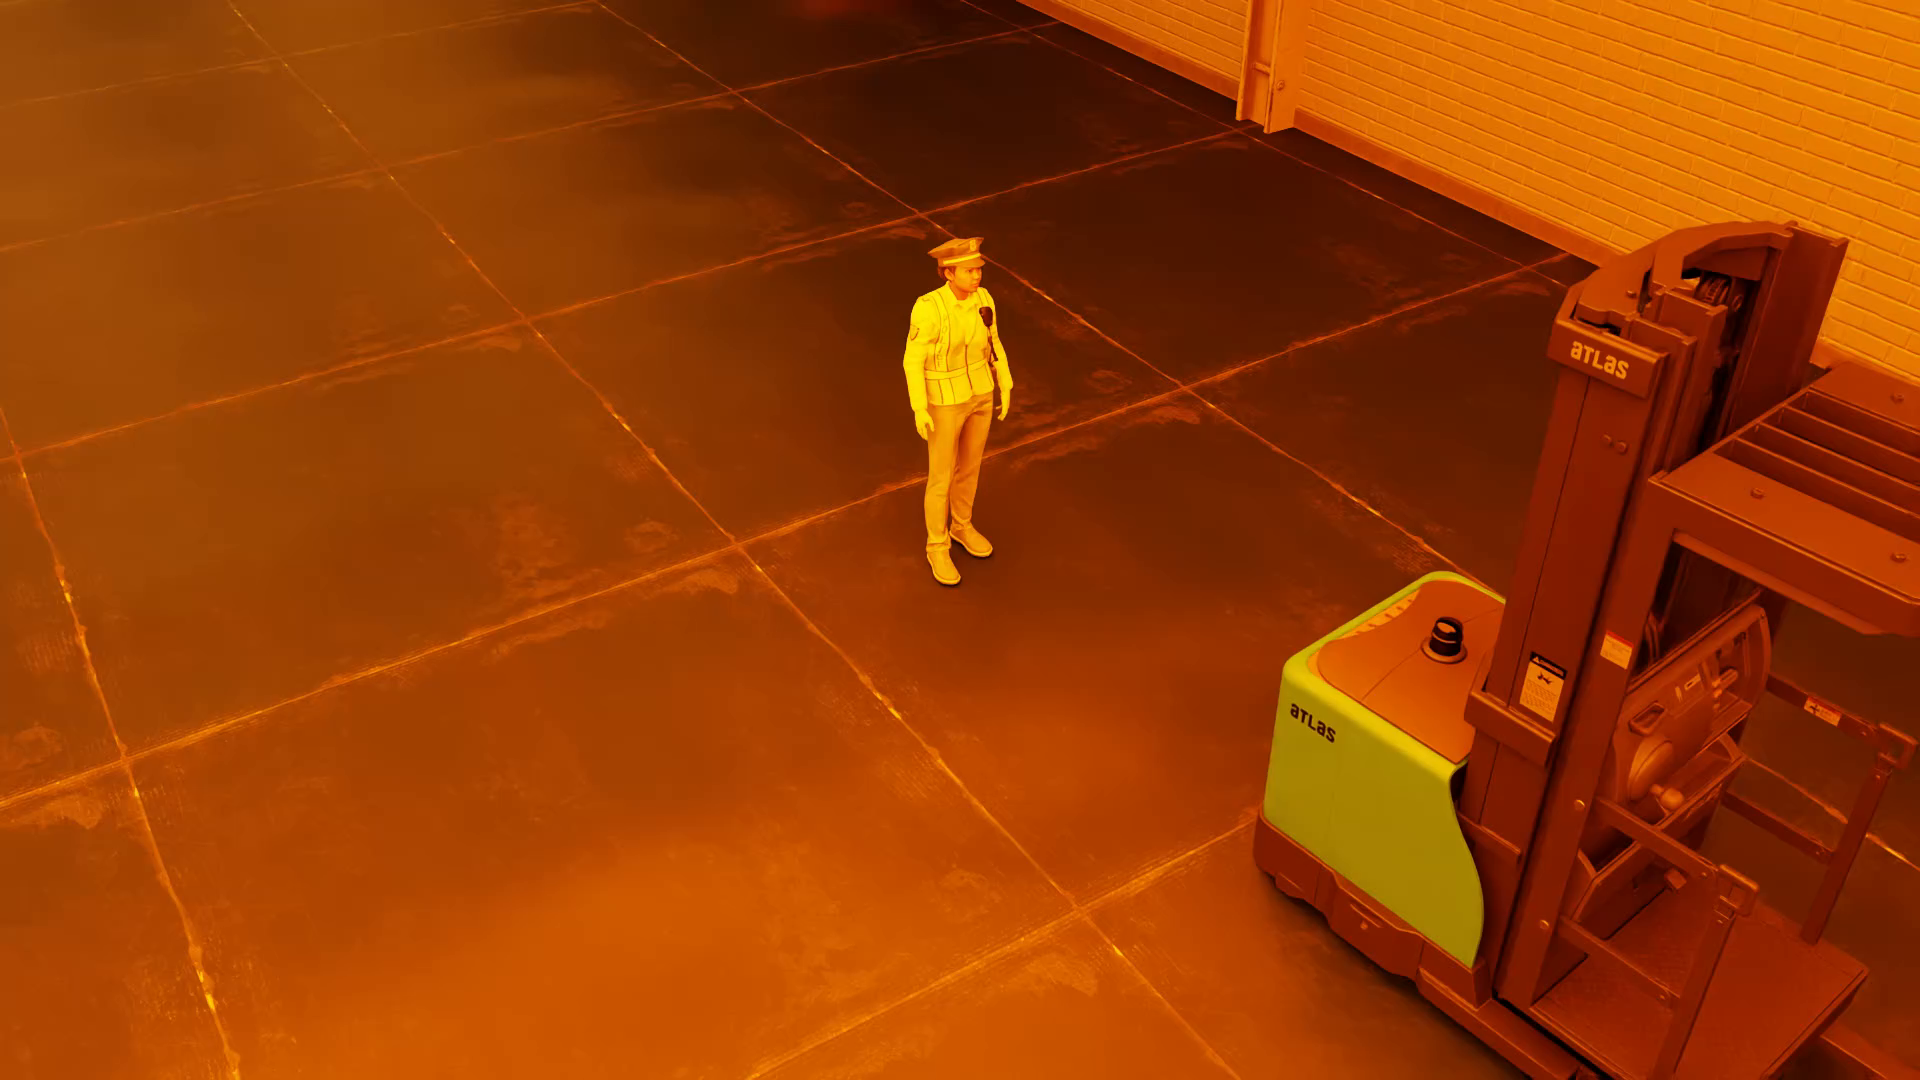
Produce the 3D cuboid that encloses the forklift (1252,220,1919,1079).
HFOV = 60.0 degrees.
[{"bbox_3d":[2.516,0.607,5.283,1.130,2.935,3.031,-26,42,-32],"label":"forklift"}]

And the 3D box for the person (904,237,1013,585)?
[{"bbox_3d":[0.031,-0.664,8.155,0.586,1.694,0.530,-21,40,-27],"label":"person"}]
